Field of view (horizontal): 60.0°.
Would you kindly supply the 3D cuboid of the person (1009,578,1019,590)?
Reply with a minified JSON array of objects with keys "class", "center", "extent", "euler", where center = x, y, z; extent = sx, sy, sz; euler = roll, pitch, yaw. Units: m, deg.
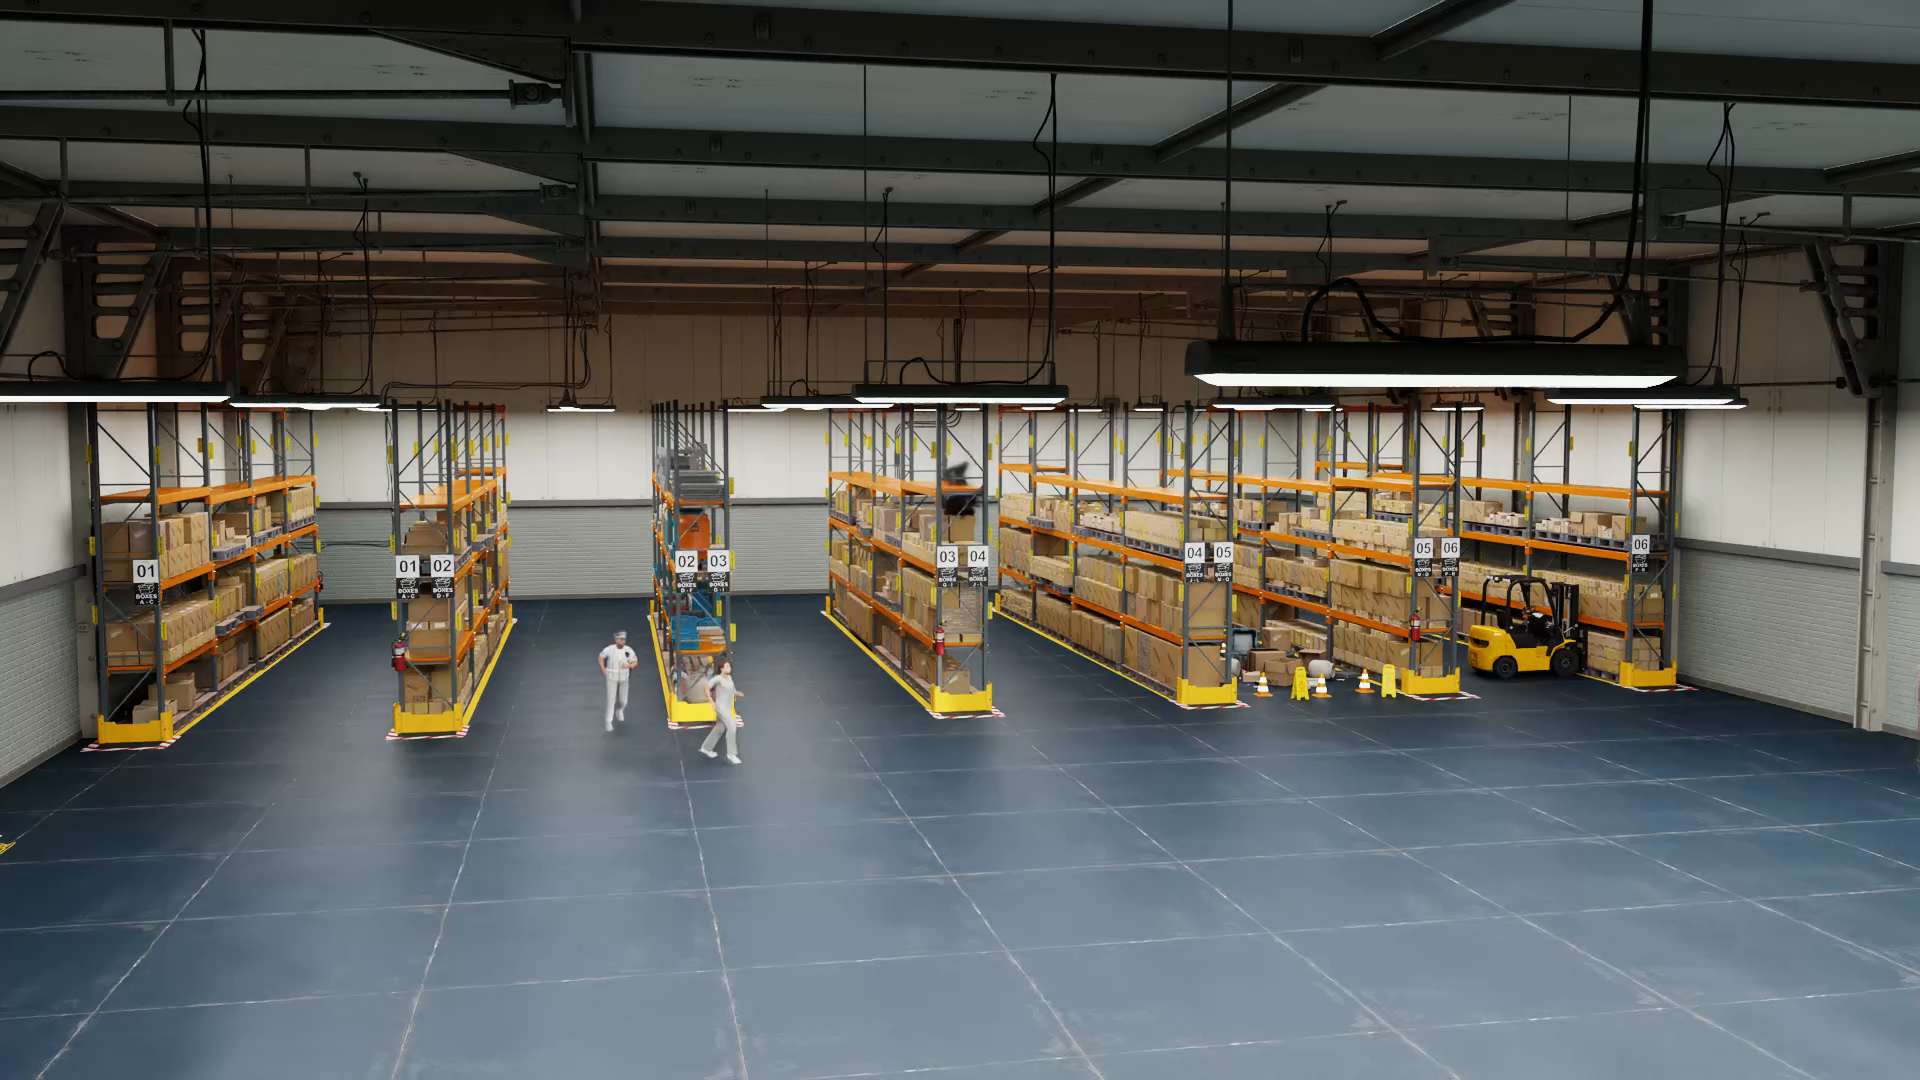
[{"class":"person","center":[1.673,1.084,50.157],"extent":[0.556,1.713,0.762],"euler":[2,5,28]}]

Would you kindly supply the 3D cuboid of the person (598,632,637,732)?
[{"class":"person","center":[-6.259,2.560,30.561],"extent":[0.680,1.768,0.946],"euler":[-2,5,-23]}]

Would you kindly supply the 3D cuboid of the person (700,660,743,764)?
[{"class":"person","center":[-3.938,2.822,27.473],"extent":[0.796,1.717,0.554],"euler":[1,4,14]}]
